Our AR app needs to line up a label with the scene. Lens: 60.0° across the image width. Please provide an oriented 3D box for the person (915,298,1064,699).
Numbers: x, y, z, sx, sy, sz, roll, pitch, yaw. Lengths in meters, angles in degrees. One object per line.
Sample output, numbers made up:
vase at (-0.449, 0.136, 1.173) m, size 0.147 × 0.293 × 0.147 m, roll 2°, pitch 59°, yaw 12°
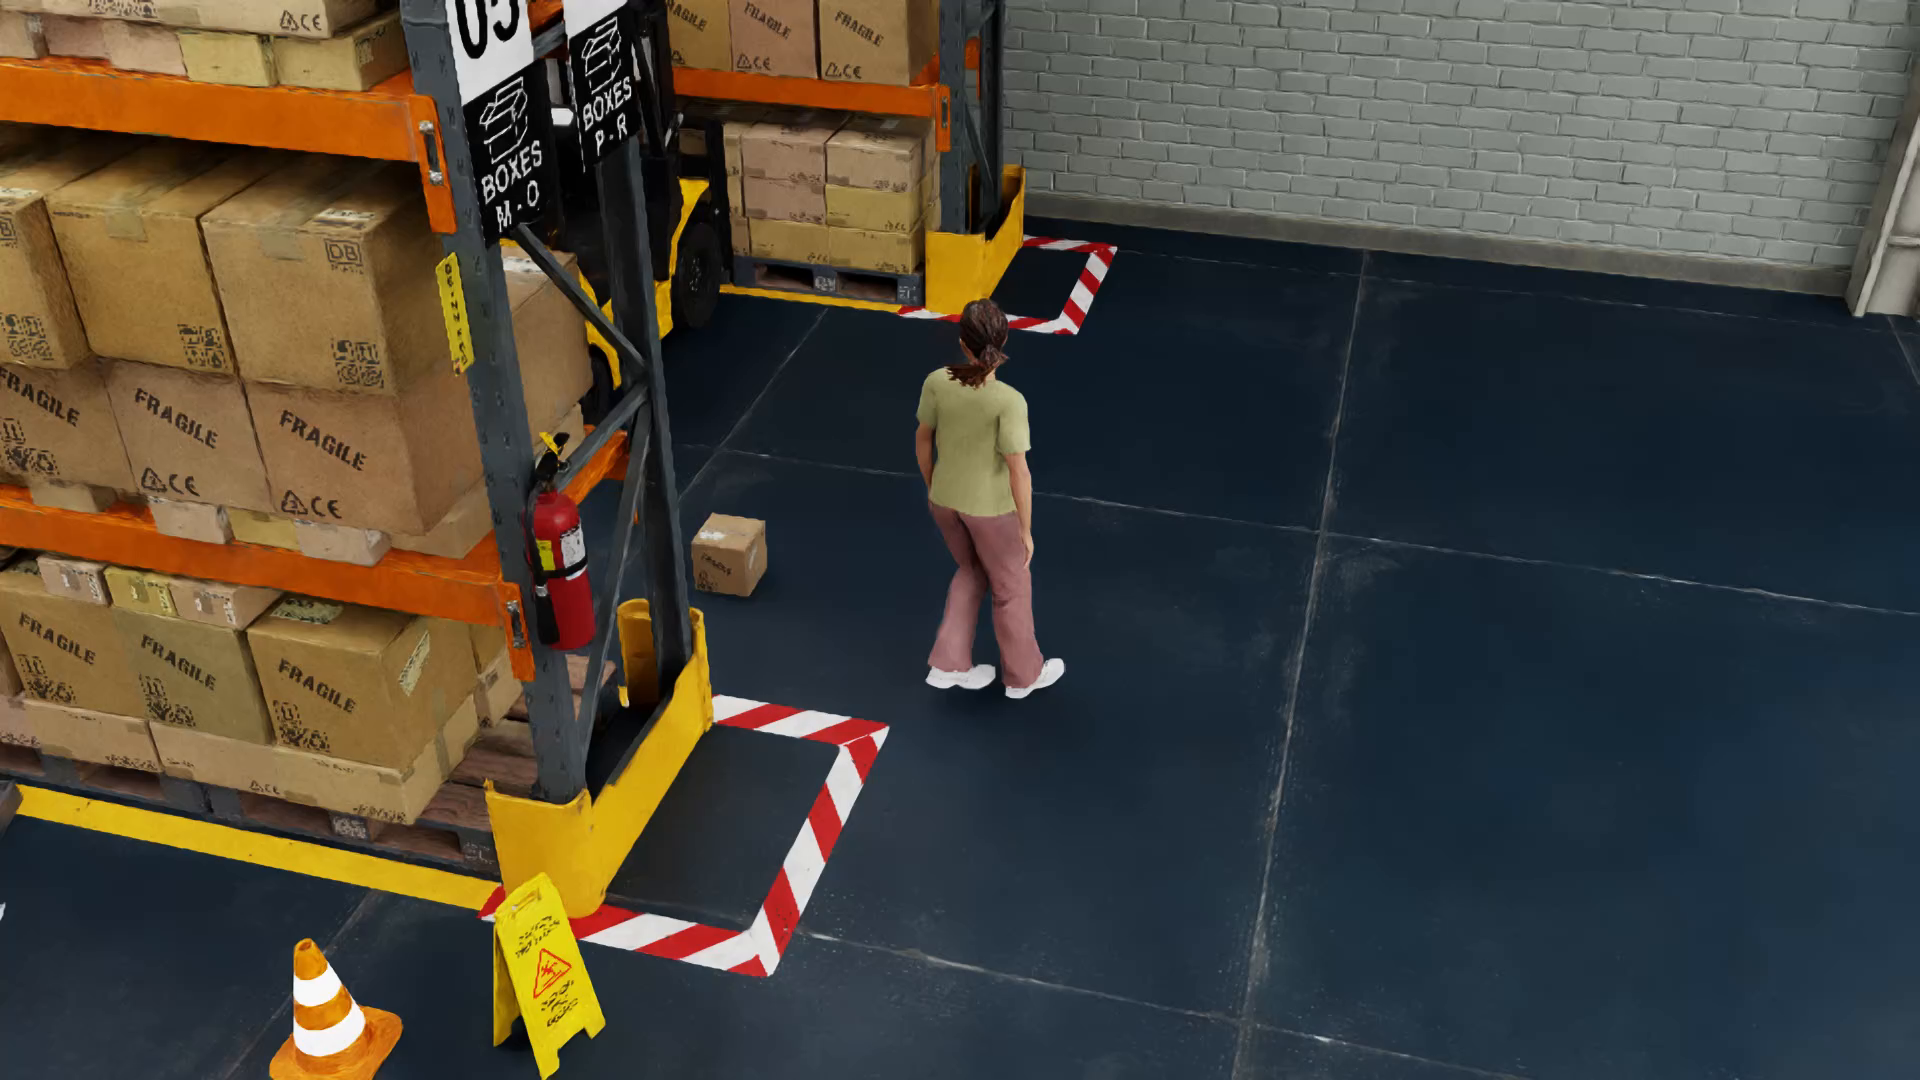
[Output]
person at (0.088, -0.118, 6.325) m, size 0.535 × 1.667 × 0.525 m, roll 19°, pitch 38°, yaw 27°
